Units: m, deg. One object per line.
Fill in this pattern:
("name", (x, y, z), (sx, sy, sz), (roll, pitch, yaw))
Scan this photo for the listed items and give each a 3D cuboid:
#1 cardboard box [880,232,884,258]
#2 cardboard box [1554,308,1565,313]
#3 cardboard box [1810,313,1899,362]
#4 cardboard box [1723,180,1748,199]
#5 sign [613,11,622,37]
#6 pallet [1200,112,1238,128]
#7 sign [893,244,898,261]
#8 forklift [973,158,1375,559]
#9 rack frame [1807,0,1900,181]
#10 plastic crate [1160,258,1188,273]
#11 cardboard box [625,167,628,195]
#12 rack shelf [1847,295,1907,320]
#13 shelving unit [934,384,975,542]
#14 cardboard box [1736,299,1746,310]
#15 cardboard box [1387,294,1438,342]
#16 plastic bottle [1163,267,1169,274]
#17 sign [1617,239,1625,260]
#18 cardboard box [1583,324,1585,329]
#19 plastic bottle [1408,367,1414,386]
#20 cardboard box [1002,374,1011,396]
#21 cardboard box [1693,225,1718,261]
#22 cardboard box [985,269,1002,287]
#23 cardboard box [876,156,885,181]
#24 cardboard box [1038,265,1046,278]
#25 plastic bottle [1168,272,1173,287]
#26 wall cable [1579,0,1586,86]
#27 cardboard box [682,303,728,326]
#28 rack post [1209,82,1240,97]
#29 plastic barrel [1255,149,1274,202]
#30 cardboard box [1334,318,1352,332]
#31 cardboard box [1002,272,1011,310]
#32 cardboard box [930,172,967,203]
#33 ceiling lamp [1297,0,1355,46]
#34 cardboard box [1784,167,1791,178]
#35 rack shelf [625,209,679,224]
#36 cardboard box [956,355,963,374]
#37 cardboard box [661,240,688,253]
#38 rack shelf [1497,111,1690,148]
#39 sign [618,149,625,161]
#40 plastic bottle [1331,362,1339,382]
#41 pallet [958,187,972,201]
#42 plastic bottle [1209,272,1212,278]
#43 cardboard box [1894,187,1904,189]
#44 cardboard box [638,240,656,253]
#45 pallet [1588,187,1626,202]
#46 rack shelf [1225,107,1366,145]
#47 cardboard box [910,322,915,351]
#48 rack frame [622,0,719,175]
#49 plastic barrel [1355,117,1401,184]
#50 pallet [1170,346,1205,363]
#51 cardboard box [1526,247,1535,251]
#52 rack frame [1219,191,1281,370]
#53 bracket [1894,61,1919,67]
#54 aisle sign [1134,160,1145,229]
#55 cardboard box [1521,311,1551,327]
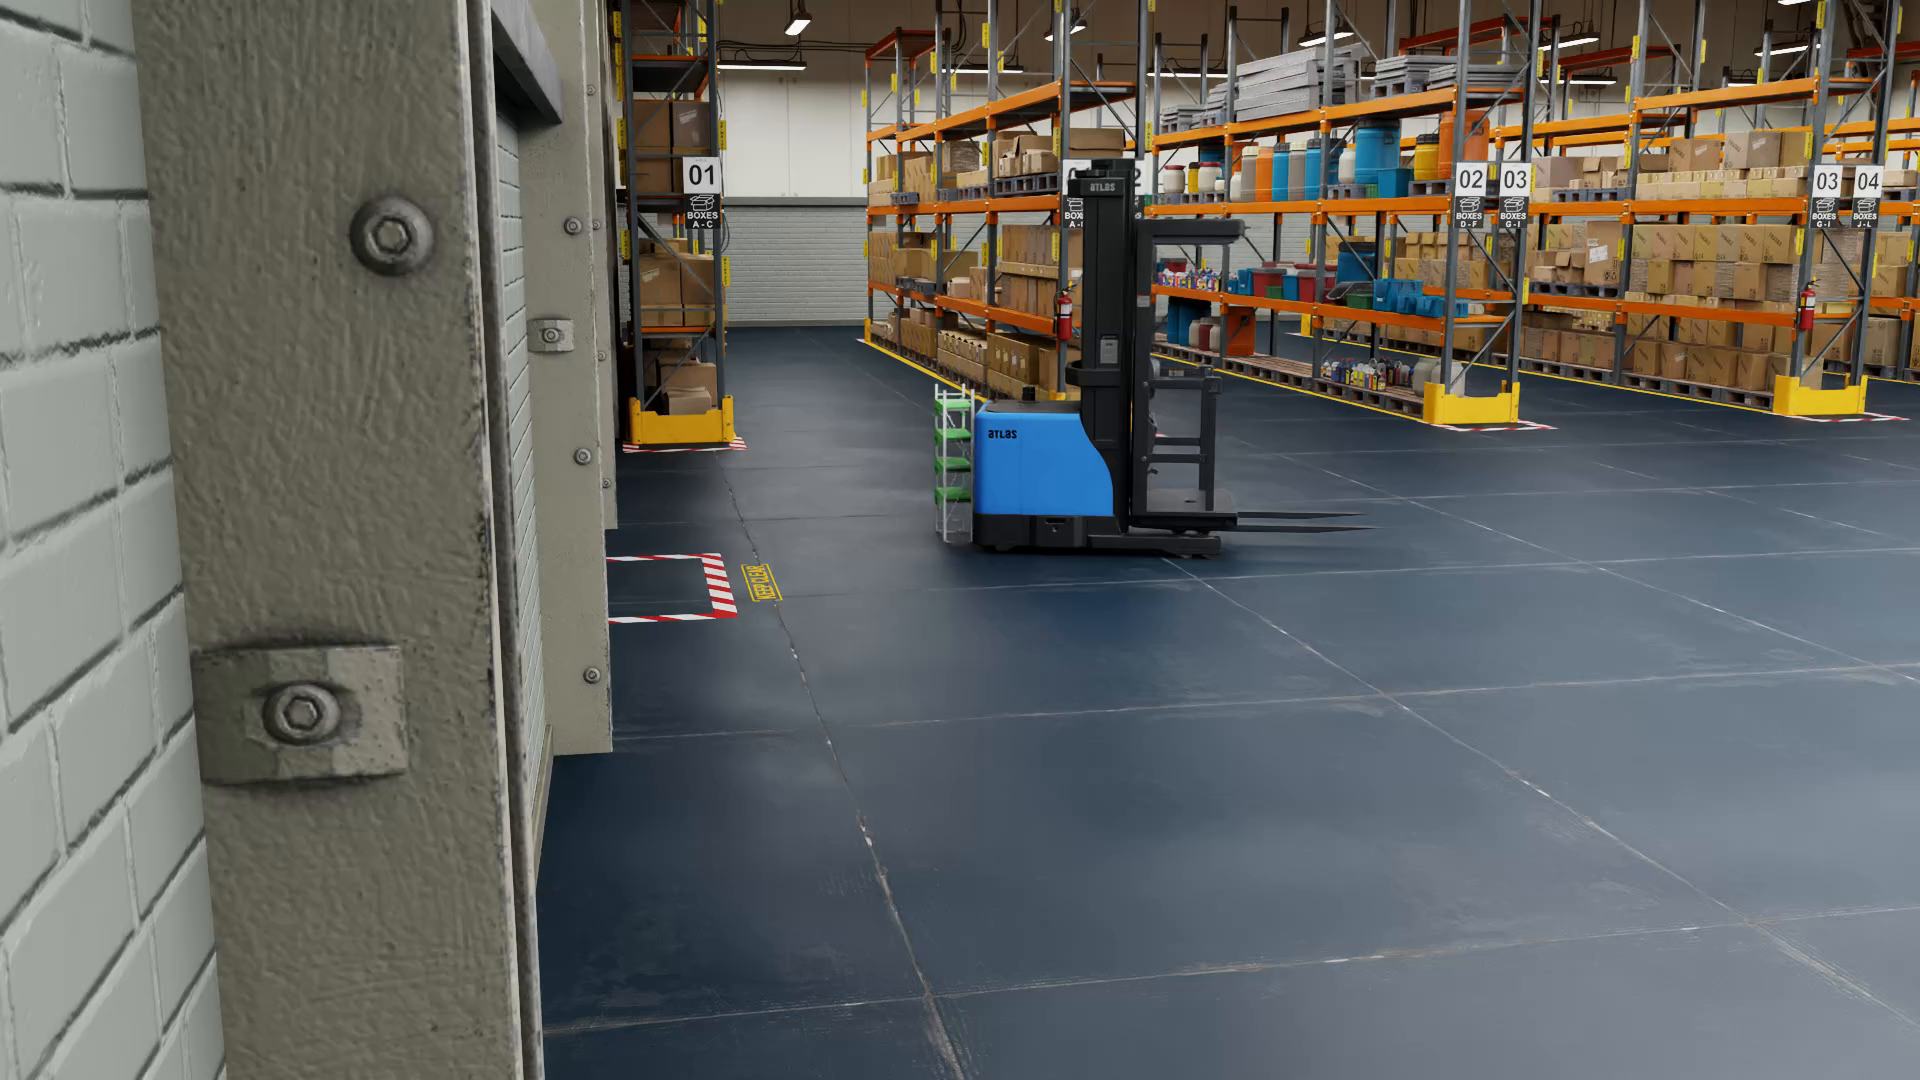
("cardboard box", (-1.317, -5.885, 33.151), (0.500, 0.500, 0.500), (-2, 11, -12))
("cardboard box", (13.201, -4.986, 36.283), (0.380, 0.149, 0.250), (-2, 11, -10))
("cardboard box", (15.098, -3.425, 28.064), (1.050, 0.750, 0.750), (-2, 11, -11))
("cardboard box", (10.849, -4.806, 22.803), (0.500, 0.250, 0.500), (-2, 11, -10))
("sign", (-4.514, -6.797, 21.918), (0.100, 0.325, 0.005), (-2, 11, -11))
("pallet", (4.859, -7.220, 28.635), (1.213, 0.211, 1.003), (-2, 11, -11))
("sign", (-1.199, -5.387, 31.160), (0.100, 0.325, 0.005), (-2, 11, -11))
("forklift", (1.643, -1.402, 12.723), (3.031, 2.935, 1.130), (1, 11, 5))
("rack frame", (11.384, -6.088, 21.117), (1.000, 3.000, 0.127), (-2, 11, -11))
("plastic crate", (4.264, -5.396, 33.191), (0.402, 0.464, 0.583), (-2, 11, -11))
("cardboard box", (-3.730, -4.385, 19.869), (0.500, 0.500, 0.500), (-3, 11, -14))
("rack shelf", (15.102, -4.050, 28.377), (1.077, 0.370, 4.000), (-2, 11, -11))
("shelving unit", (-0.046, -0.621, 13.248), (0.258, 1.200, 0.503), (-2, 11, -8))
("cardboard box", (10.937, -3.246, 22.901), (0.380, 0.149, 0.250), (-2, 11, -11))
("cardboard box", (9.194, -4.388, 32.787), (1.225, 0.875, 0.875), (-2, 11, -11))
("plastic bottle", (3.950, -5.054, 31.859), (0.144, 0.351, 0.185), (-2, 11, -11))
("sign", (10.062, -4.423, 25.314), (0.100, 0.325, 0.005), (-2, 11, -11))
("cardboard box", (13.509, -4.519, 35.417), (0.380, 0.149, 0.250), (-2, 11, -12))
("plastic bottle", (6.353, -2.299, 23.374), (0.097, 0.271, 0.097), (0, 11, 0))
("cardboard box", (0.865, -2.091, 22.390), (0.500, 0.250, 0.500), (-2, 11, -11))
("cardboard box", (10.748, -4.195, 23.476), (0.500, 0.500, 0.500), (-2, 11, -11))
("cardboard box", (0.652, -3.802, 24.884), (0.500, 0.500, 0.500), (-1, 11, -7))
("cardboard box", (-1.316, -7.542, 33.833), (0.700, 0.500, 0.500), (-2, 11, -11))
("cardboard box", (1.204, -3.402, 21.044), (0.380, 0.149, 0.250), (-2, 11, -9))
("plastic bottle", (3.975, -4.911, 31.318), (0.097, 0.271, 0.097), (0, 11, 0))
("wall cable", (15.092, -13.306, 42.996), (2.355, 3.000, 0.029), (-2, 11, -11))
("cardboard box", (-2.976, -2.638, 19.381), (0.500, 0.250, 0.500), (-2, 11, -13))
("rack post", (4.722, -7.768, 28.563), (0.624, 0.289, 0.986), (-2, 11, -11))
("plastic barrel", (5.044, -5.834, 26.656), (0.600, 0.830, 0.708), (-2, 11, -11))
("cardboard box", (8.652, -4.957, 35.776), (0.875, 0.875, 0.875), (-2, 11, -11))
("cardboard box", (0.980, -3.483, 23.207), (0.700, 0.500, 0.500), (-2, 11, -12))
("cardboard box", (-0.008, -5.850, 27.621), (0.910, 0.500, 0.500), (-2, 11, -11))
("ceiling lamp", (7.099, -10.925, 30.918), (0.800, 3.185, 2.000), (-2, 11, -11))
("cardboard box", (11.088, -4.828, 21.855), (0.380, 0.149, 0.250), (-2, 11, -13))
("rack shelf", (-5.915, -6.289, 32.116), (1.077, 0.370, 4.000), (-2, 11, -11))
("cardboard box", (0.229, -2.716, 25.676), (0.500, 0.250, 0.500), (-2, 11, -10))
("cardboard box", (-4.589, -4.739, 26.952), (0.500, 0.250, 0.500), (-2, 11, -10))
("rack shelf", (10.217, -6.639, 27.003), (1.077, 0.370, 4.000), (-2, 11, -11))
("sign", (-4.514, -5.235, 22.218), (0.100, 0.325, 0.005), (-2, 11, -11))
("plastic bottle", (5.469, -2.440, 24.102), (0.152, 0.276, 0.135), (-2, 11, -9))
("pallet", (0.550, -5.303, 25.520), (1.003, 0.211, 1.213), (-2, 11, -8))
("plastic bottle", (4.662, -4.846, 30.979), (0.097, 0.271, 0.097), (0, 11, 0))
("cardboard box", (18.783, -6.968, 32.999), (0.396, 0.266, 0.258), (-1, 11, -6))
("cardboard box", (-5.091, -4.715, 26.825), (0.500, 0.250, 0.500), (-2, 11, -9))
("pallet", (10.590, -5.373, 25.884), (1.213, 0.211, 1.003), (-2, 11, -11))
("rack shelf", (5.358, -6.459, 26.056), (1.077, 0.370, 4.000), (-2, 11, -11))
("cardboard box", (-0.608, -3.684, 30.037), (0.500, 0.500, 0.500), (-2, 11, -10))
("rack frame", (-3.192, -5.548, 18.277), (1.000, 3.000, 0.127), (-2, 11, -11))
("plastic barrel", (5.836, -5.434, 23.239), (0.600, 0.901, 0.708), (-2, 11, -11))
("pallet", (4.541, -3.425, 30.626), (1.003, 0.211, 1.213), (-2, 11, -11))
("cardboard box", (12.973, -6.340, 37.423), (0.500, 0.500, 0.500), (-2, 11, -8))
("rack frame", (4.969, -4.428, 28.440), (1.000, 3.000, 0.127), (-2, 11, -11))
("bracket", (23.457, -11.295, 38.847), (0.076, 0.066, 4.783), (-2, 11, -11))
("aisle sign", (1.979, -4.058, 19.540), (0.394, 0.787, 0.004), (-2, 11, -11))
("cardboard box", (9.988, -3.843, 28.869), (0.500, 0.250, 0.500), (-2, 11, -9))
